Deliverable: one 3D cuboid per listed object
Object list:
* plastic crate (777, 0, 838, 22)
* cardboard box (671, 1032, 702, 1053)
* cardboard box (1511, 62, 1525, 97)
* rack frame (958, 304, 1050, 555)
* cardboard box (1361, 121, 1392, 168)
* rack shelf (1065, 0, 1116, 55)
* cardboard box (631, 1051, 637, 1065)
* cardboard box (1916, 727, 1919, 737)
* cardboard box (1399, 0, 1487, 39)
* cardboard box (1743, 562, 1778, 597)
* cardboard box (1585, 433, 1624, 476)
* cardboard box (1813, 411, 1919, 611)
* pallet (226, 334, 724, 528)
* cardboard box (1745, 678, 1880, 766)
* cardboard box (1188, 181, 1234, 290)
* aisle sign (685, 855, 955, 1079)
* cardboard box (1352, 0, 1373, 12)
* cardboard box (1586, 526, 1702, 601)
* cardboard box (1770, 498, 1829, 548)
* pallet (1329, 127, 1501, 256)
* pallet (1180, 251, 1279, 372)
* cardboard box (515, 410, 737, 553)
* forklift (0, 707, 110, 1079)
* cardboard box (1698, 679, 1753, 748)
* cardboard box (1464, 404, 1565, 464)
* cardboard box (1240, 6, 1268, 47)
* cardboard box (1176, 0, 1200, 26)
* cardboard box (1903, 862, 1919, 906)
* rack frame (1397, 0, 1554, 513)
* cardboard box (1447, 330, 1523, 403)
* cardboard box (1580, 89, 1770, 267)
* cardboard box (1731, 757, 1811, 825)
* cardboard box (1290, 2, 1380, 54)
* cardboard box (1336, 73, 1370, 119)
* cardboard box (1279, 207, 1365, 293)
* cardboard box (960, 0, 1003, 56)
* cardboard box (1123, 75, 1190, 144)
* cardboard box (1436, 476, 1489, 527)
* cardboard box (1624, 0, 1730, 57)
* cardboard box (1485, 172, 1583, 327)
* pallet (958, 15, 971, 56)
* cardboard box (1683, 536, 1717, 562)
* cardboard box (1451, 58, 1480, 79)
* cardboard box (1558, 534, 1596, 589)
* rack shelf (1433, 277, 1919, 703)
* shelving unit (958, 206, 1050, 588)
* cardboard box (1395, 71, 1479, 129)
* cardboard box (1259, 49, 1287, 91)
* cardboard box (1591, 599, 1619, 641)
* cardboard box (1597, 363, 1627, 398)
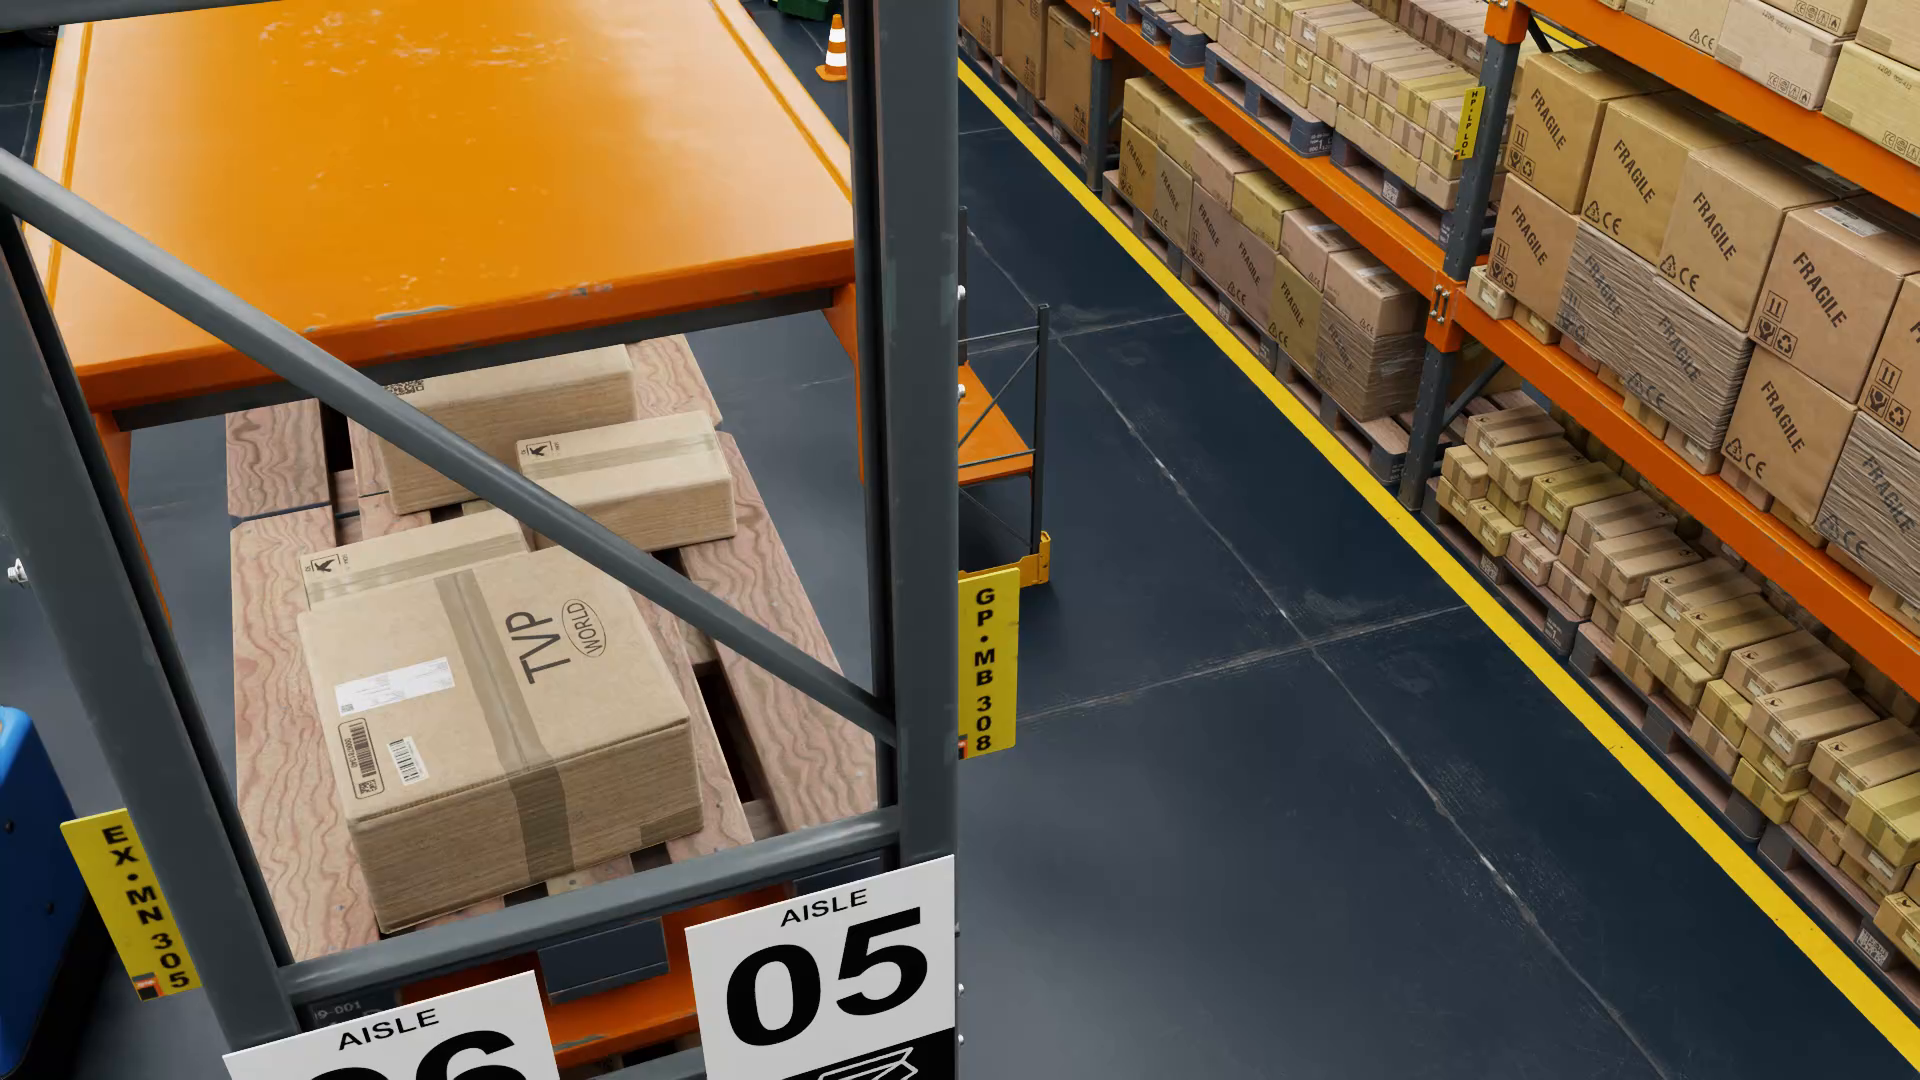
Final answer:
[{"bbox_3d":[-1.297,-4.720,14.373,0.450,0.188,0.662,14,38,2],"label":"plastic crate"},{"bbox_3d":[-0.353,0.912,3.154,0.380,0.149,0.250,-12,39,-15],"label":"cardboard box"},{"bbox_3d":[2.940,-2.253,8.173,0.380,0.149,0.250,-11,38,-15],"label":"cardboard box"},{"bbox_3d":[0.146,-0.360,7.542,0.500,1.500,0.032,-12,39,-16],"label":"rack frame"},{"bbox_3d":[2.249,-2.012,8.349,0.380,0.149,0.250,-13,39,-16],"label":"cardboard box"},{"bbox_3d":[0.681,-4.576,12.490,1.077,0.370,4.000,-12,39,-16],"label":"rack shelf"},{"bbox_3d":[-0.587,1.217,4.118,0.500,0.500,0.500,-13,39,-17],"label":"cardboard box"},{"bbox_3d":[3.923,0.730,6.374,0.380,0.149,0.250,-14,39,-18],"label":"cardboard box"},{"bbox_3d":[2.596,-2.827,8.935,0.380,0.149,0.250,-11,38,-14],"label":"cardboard box"},{"bbox_3d":[3.630,0.128,7.173,0.380,0.149,0.250,-14,39,-18],"label":"cardboard box"},{"bbox_3d":[3.237,-0.457,7.950,0.380,0.149,0.250,-12,39,-15],"label":"cardboard box"},{"bbox_3d":[3.370,-0.150,5.686,0.500,0.500,0.500,-12,39,-16],"label":"cardboard box"},{"bbox_3d":[-1.180,-0.402,3.932,1.003,0.211,1.213,-12,39,-16],"label":"pallet"},{"bbox_3d":[3.287,0.699,6.415,0.380,0.149,0.250,-11,38,-14],"label":"cardboard box"},{"bbox_3d":[1.730,-1.878,10.039,0.500,0.500,0.500,-13,39,-17],"label":"cardboard box"},{"bbox_3d":[-0.194,0.810,2.581,0.394,0.787,0.004,-12,39,-16],"label":"aisle sign"},{"bbox_3d":[2.412,-3.007,9.421,0.380,0.149,0.250,-11,38,-15],"label":"cardboard box"},{"bbox_3d":[2.964,0.101,7.209,0.380,0.149,0.250,-12,39,-15],"label":"cardboard box"},{"bbox_3d":[3.277,-0.132,6.201,0.380,0.149,0.250,-12,39,-15],"label":"cardboard box"},{"bbox_3d":[2.619,-1.859,8.445,1.003,0.211,1.213,-12,39,-16],"label":"pallet"},{"bbox_3d":[2.053,-1.490,10.113,1.003,0.211,1.213,-12,39,-16],"label":"pallet"},{"bbox_3d":[-0.650,-0.100,3.233,0.380,0.149,0.250,-11,38,-14],"label":"cardboard box"},{"bbox_3d":[-4.653,0.649,5.013,3.031,2.935,1.130,-4,37,-5],"label":"forklift"},{"bbox_3d":[3.231,0.667,6.705,0.380,0.149,0.250,-11,38,-14],"label":"cardboard box"},{"bbox_3d":[2.669,-0.503,8.011,0.380,0.149,0.250,-11,38,-14],"label":"cardboard box"},{"bbox_3d":[1.791,-2.878,9.250,0.380,0.149,0.250,-13,39,-16],"label":"cardboard box"},{"bbox_3d":[1.519,-3.202,9.928,0.380,0.149,0.250,-11,38,-14],"label":"cardboard box"},{"bbox_3d":[3.633,1.240,5.944,0.380,0.149,0.250,-13,39,-17],"label":"cardboard box"},{"bbox_3d":[2.745,-1.474,7.774,1.000,3.000,0.127,-12,39,-16],"label":"rack frame"},{"bbox_3d":[2.740,-1.115,9.027,0.500,0.500,0.500,-11,38,-14],"label":"cardboard box"},{"bbox_3d":[2.865,-1.437,6.564,0.500,0.500,0.500,-14,39,-17],"label":"cardboard box"},{"bbox_3d":[3.307,0.943,6.585,0.380,0.149,0.250,-14,39,-18],"label":"cardboard box"},{"bbox_3d":[1.976,-2.702,8.769,0.380,0.149,0.250,-14,39,-18],"label":"cardboard box"},{"bbox_3d":[2.150,-2.287,8.466,0.380,0.149,0.250,-14,39,-17],"label":"cardboard box"},{"bbox_3d":[2.087,-1.604,9.052,0.500,0.250,0.500,-11,38,-14],"label":"cardboard box"},{"bbox_3d":[0.619,-4.384,13.159,1.050,0.750,0.750,-12,39,-16],"label":"cardboard box"},{"bbox_3d":[1.379,-2.763,10.590,0.500,0.250,0.500,-14,39,-18],"label":"cardboard box"},{"bbox_3d":[2.569,-0.231,8.144,0.380,0.149,0.250,-14,39,-18],"label":"cardboard box"},{"bbox_3d":[2.838,-2.015,6.124,0.500,0.250,0.500,-13,39,-17],"label":"cardboard box"},{"bbox_3d":[2.679,-1.301,7.214,0.500,0.500,0.500,-13,39,-17],"label":"cardboard box"},{"bbox_3d":[0.329,-4.459,14.055,1.003,0.211,1.213,-12,39,-16],"label":"pallet"},{"bbox_3d":[3.466,0.090,7.470,0.380,0.149,0.250,-12,38,-15],"label":"cardboard box"},{"bbox_3d":[2.771,-2.416,8.638,0.380,0.149,0.250,-14,39,-18],"label":"cardboard box"},{"bbox_3d":[2.949,0.057,7.515,0.380,0.149,0.250,-14,39,-18],"label":"cardboard box"},{"bbox_3d":[3.434,-0.057,6.490,1.077,0.370,4.000,-12,39,-16],"label":"rack shelf"},{"bbox_3d":[-0.026,-0.642,7.916,0.587,1.500,1.083,-12,39,-16],"label":"shelving unit"},{"bbox_3d":[2.331,-2.117,7.993,0.380,0.149,0.250,-14,39,-17],"label":"cardboard box"},{"bbox_3d":[1.880,-2.610,9.143,0.380,0.149,0.250,-14,39,-17],"label":"cardboard box"},{"bbox_3d":[3.055,0.327,7.403,0.380,0.149,0.250,-14,39,-18],"label":"cardboard box"},{"bbox_3d":[2.923,-0.721,6.983,0.380,0.149,0.250,-14,39,-18],"label":"cardboard box"}]
